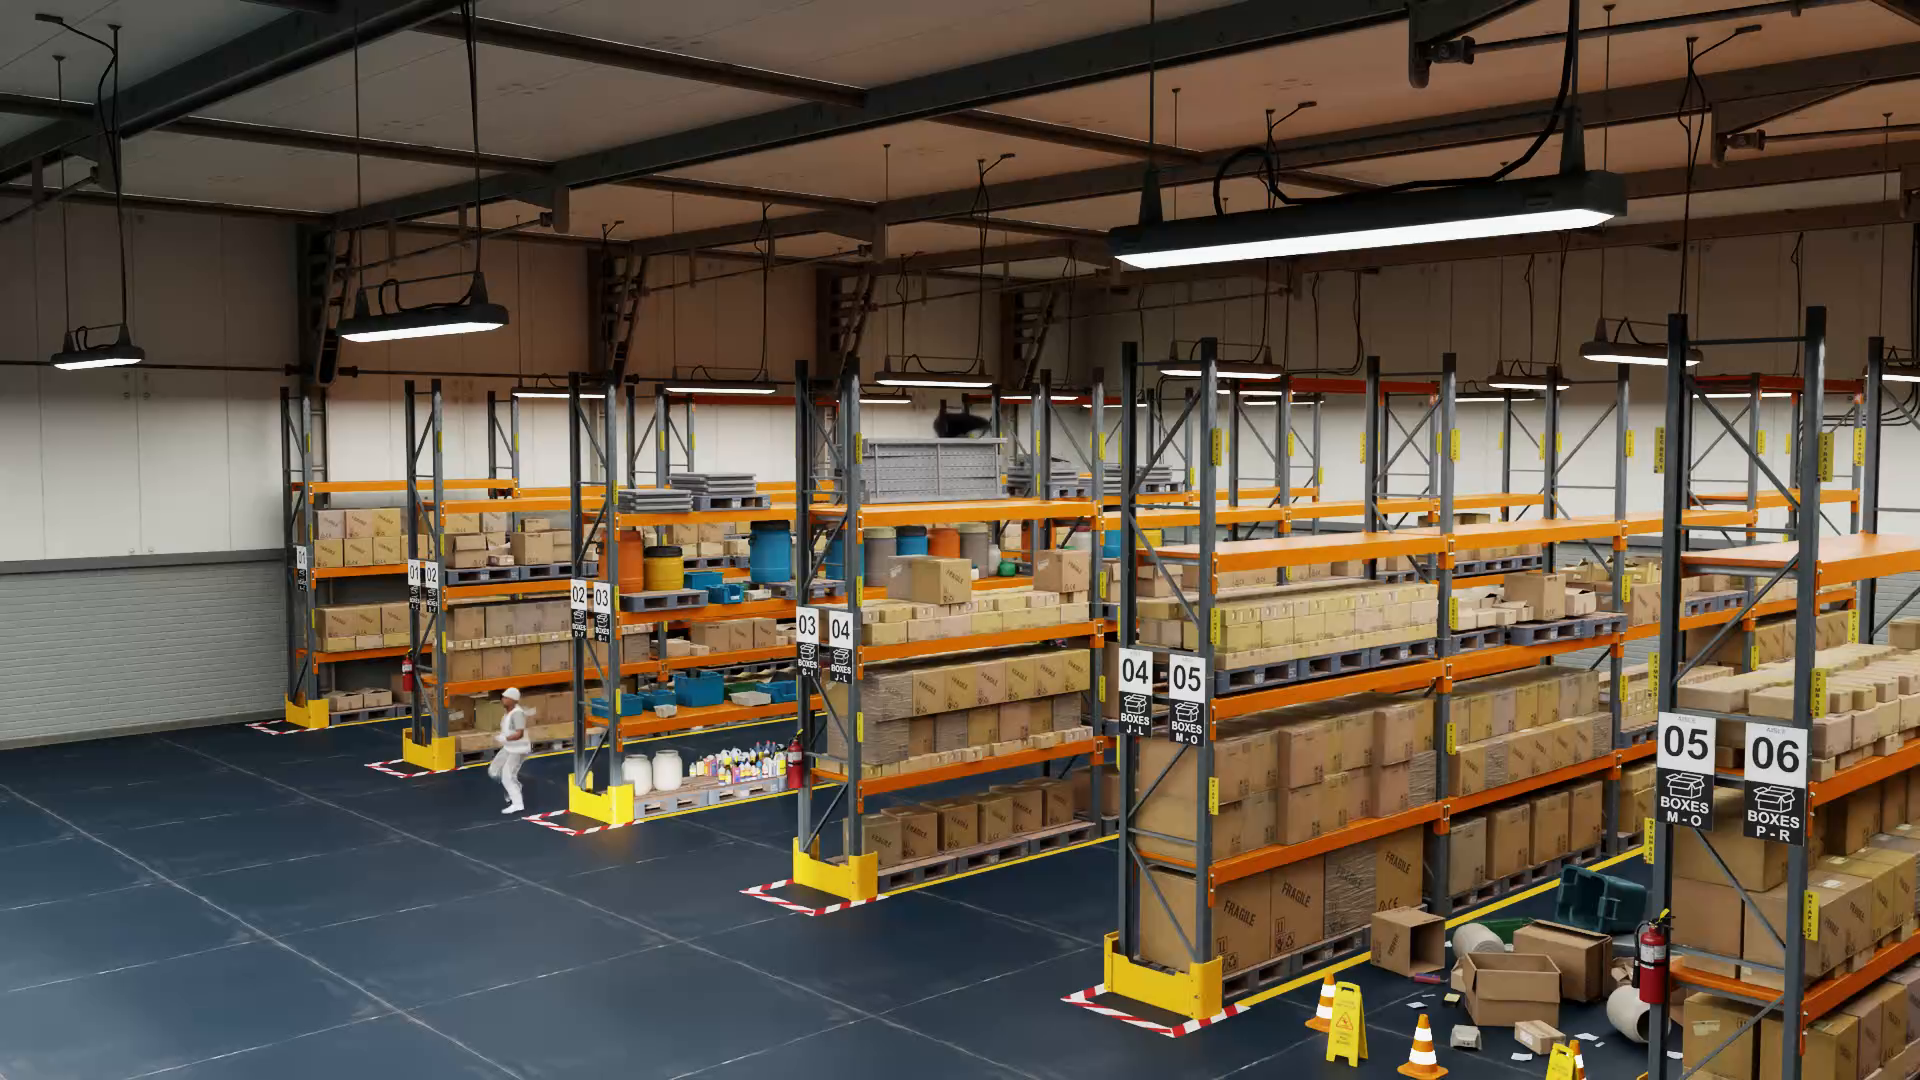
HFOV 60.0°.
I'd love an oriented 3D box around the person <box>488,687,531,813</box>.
[{"bbox_3d":[-6.113,2.866,22.671,0.561,1.734,0.808,-3,5,-40],"label":"person"}]
